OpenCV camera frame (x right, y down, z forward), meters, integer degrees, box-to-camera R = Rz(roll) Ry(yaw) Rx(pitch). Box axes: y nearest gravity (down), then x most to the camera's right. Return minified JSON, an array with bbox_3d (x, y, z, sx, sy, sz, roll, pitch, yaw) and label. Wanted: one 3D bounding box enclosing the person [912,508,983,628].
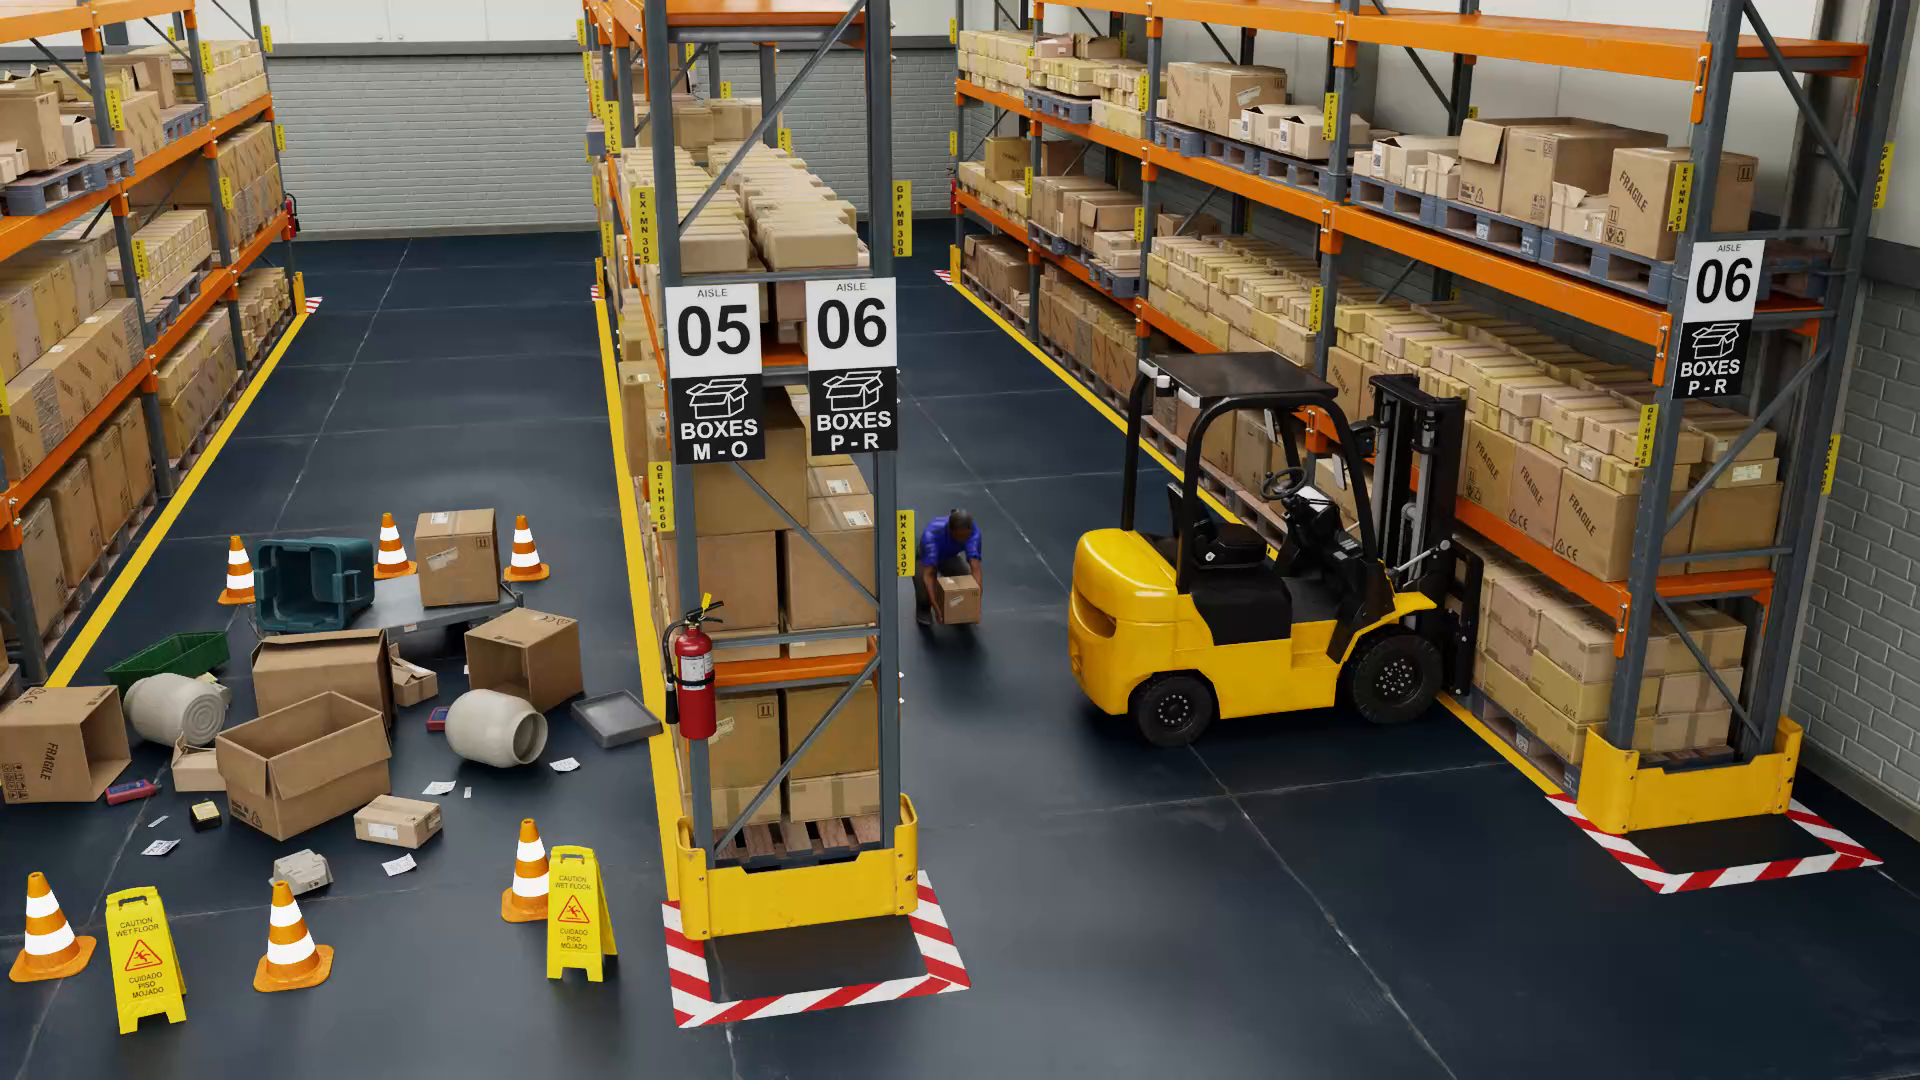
[{"bbox_3d":[-0.086,0.174,11.688,0.470,0.937,0.843,-5,20,-13],"label":"person"}]
